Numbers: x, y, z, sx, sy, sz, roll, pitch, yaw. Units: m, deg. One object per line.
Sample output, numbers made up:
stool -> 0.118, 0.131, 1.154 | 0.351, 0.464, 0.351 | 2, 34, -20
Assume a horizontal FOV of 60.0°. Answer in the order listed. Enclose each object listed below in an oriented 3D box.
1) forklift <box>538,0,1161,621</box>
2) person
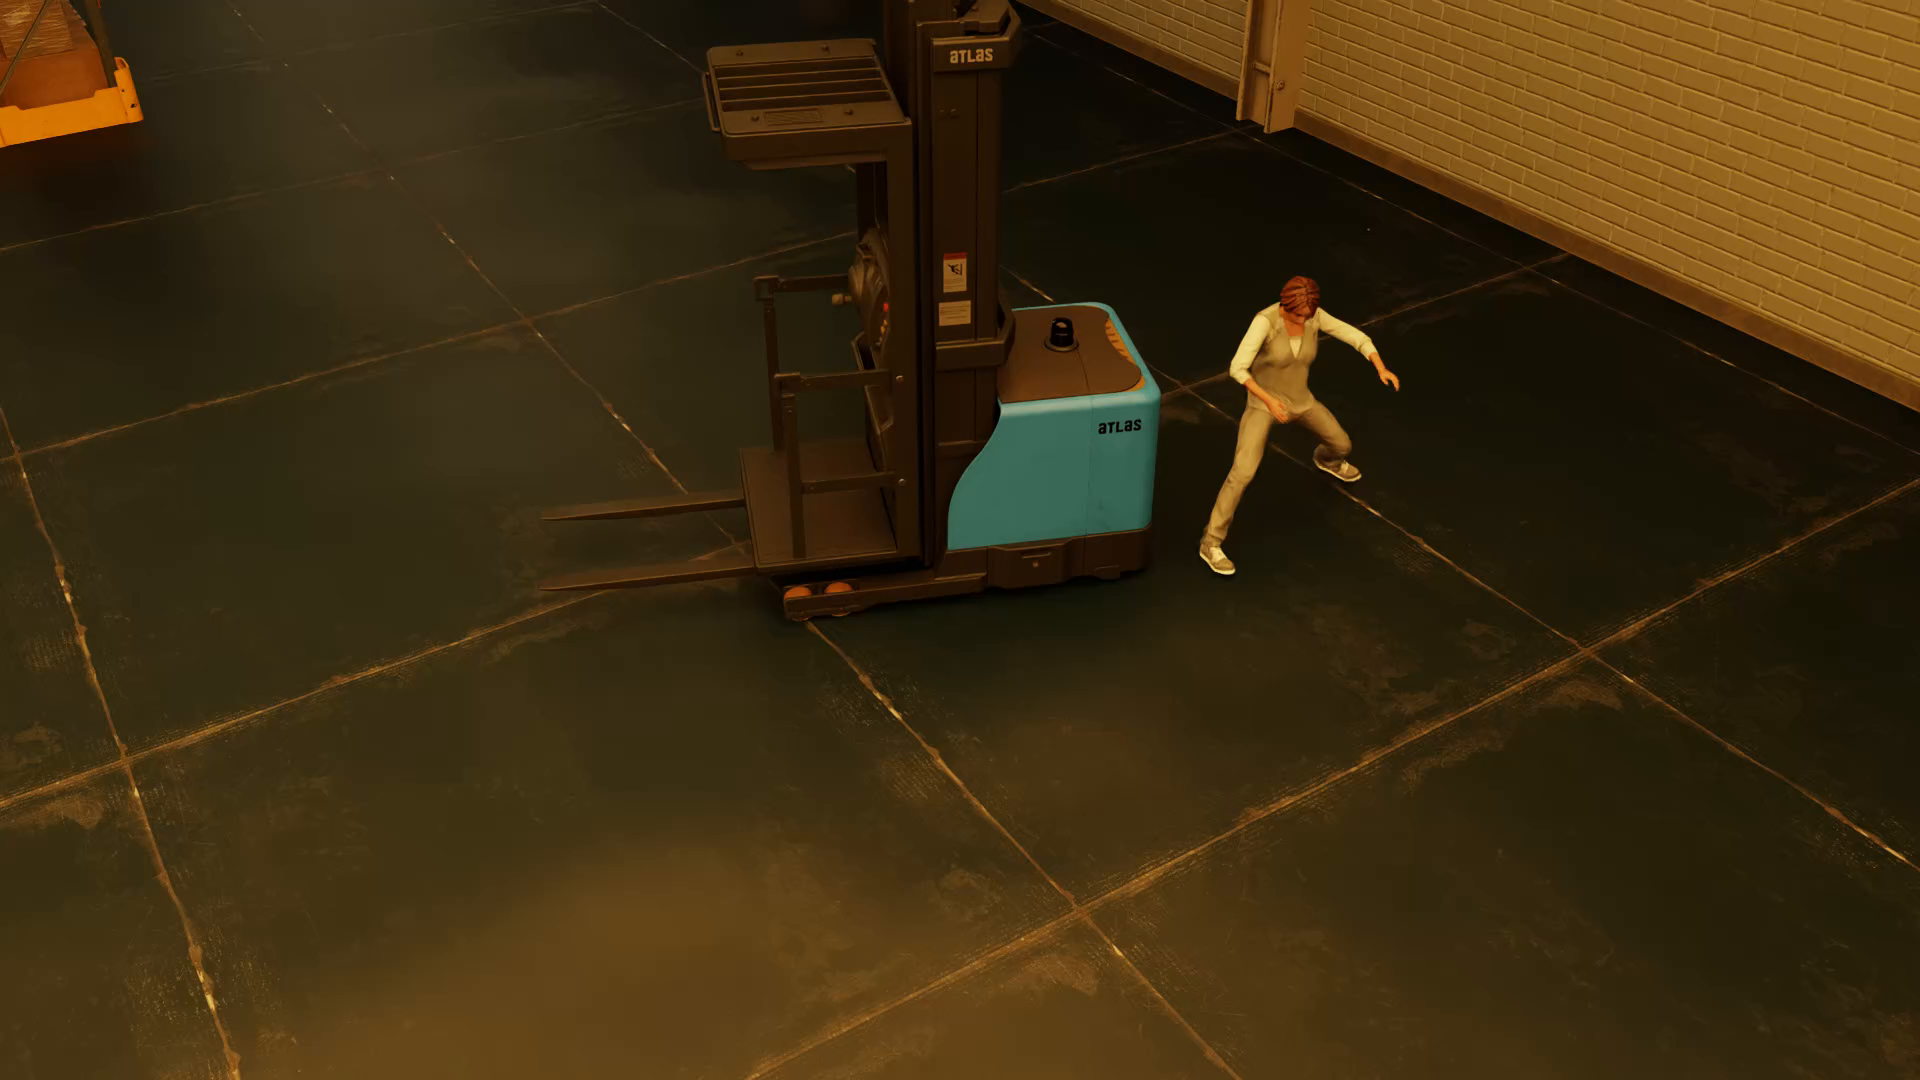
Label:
forklift -> -0.599, -1.134, 7.761 | 3.031, 2.935, 1.130 | -6, 36, -9
person -> 1.724, -0.665, 8.436 | 1.132, 1.386, 0.778 | -10, 36, -14
